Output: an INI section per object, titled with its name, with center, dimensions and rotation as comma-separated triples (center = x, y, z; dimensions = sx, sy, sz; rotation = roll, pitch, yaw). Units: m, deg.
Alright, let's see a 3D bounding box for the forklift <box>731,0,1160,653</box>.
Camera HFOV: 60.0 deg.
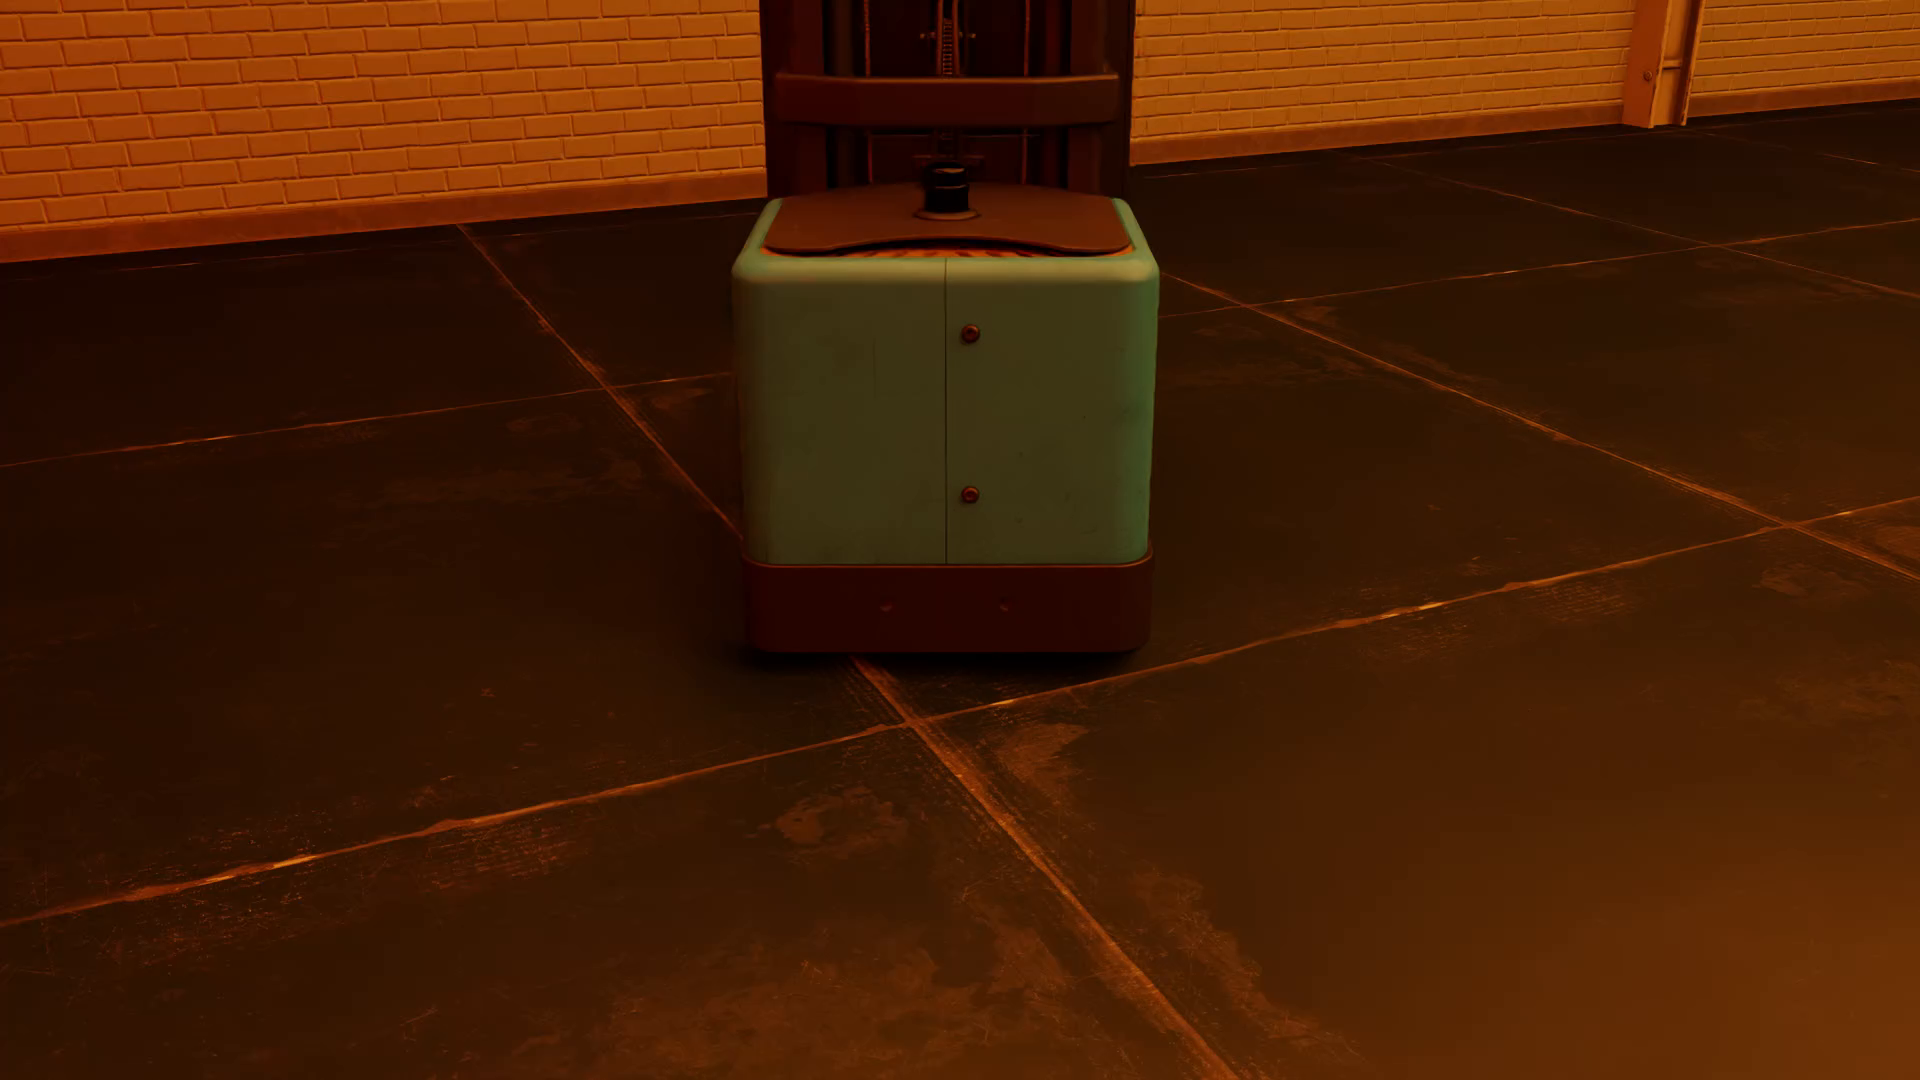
[forklift]
center = -0.038, -1.580, 5.091
dimensions = 1.130, 2.935, 3.031
rotation = 0, 23, 0
